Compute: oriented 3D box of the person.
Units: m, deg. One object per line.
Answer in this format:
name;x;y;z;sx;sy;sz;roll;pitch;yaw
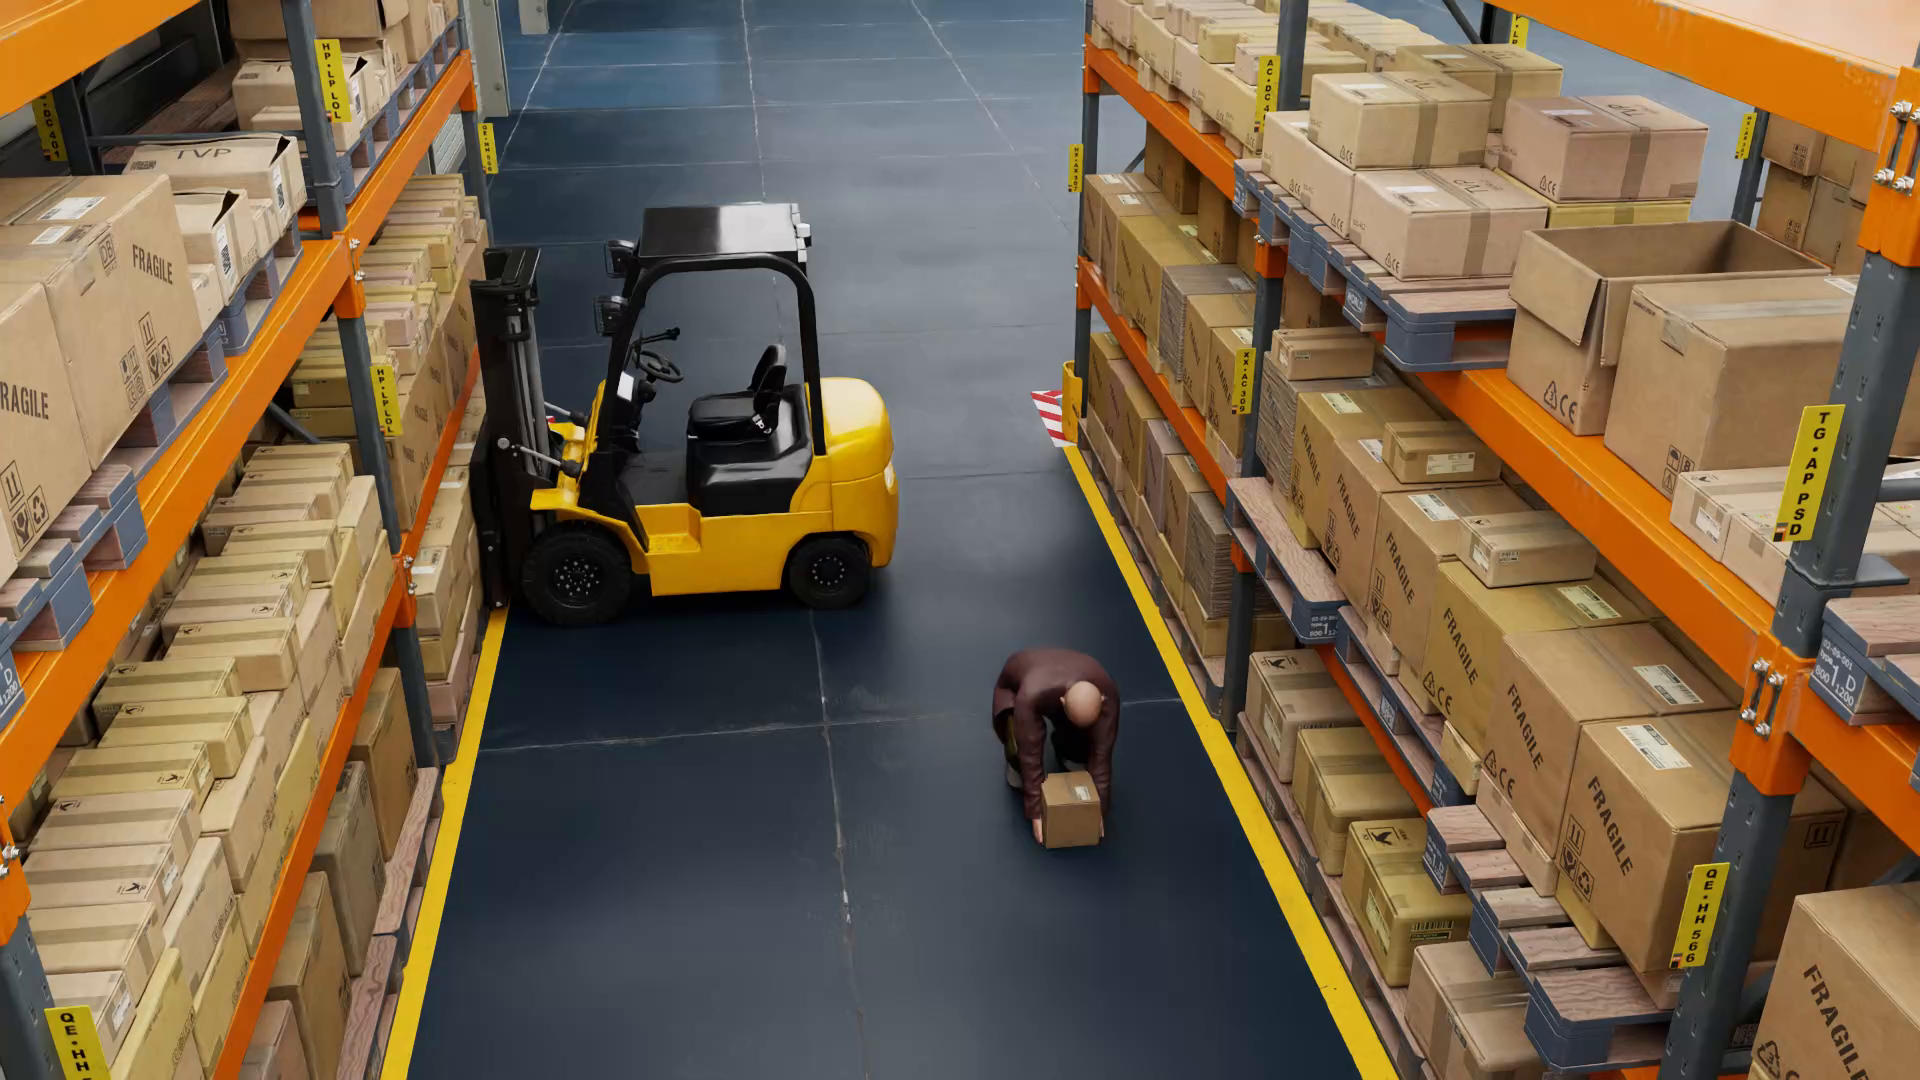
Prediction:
person;0.452;0.902;8.017;0.582;0.883;0.919;-4;27;-8
